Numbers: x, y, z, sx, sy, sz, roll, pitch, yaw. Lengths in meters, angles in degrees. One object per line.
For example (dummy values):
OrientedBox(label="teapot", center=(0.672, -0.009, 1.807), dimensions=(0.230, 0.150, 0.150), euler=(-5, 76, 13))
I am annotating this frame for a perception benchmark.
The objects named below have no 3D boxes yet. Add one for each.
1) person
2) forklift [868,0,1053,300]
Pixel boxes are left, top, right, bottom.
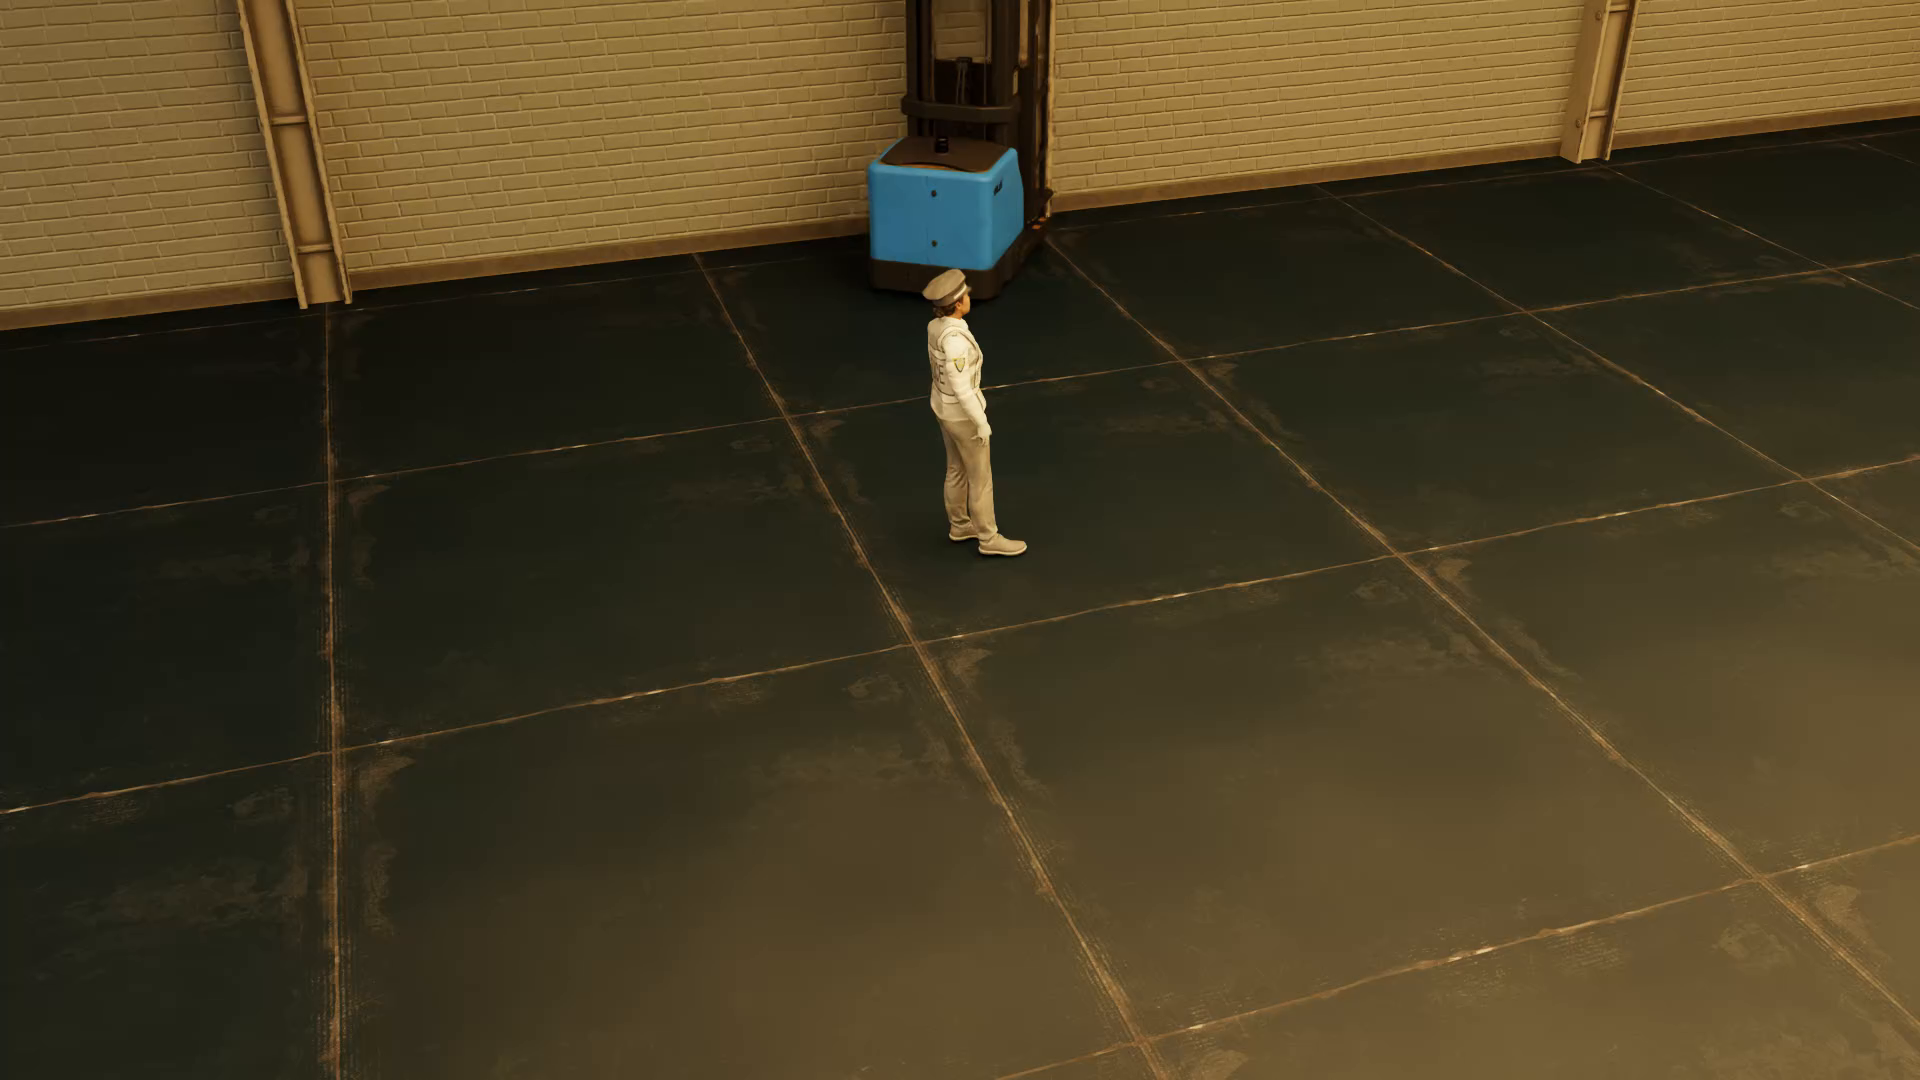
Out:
OrientedBox(label="person", center=(0.068, -0.748, 9.613), dimensions=(0.530, 1.694, 0.586), euler=(-10, 31, -16))
OrientedBox(label="forklift", center=(0.169, -3.901, 13.867), dimensions=(1.130, 2.935, 3.031), euler=(8, 31, 14))
